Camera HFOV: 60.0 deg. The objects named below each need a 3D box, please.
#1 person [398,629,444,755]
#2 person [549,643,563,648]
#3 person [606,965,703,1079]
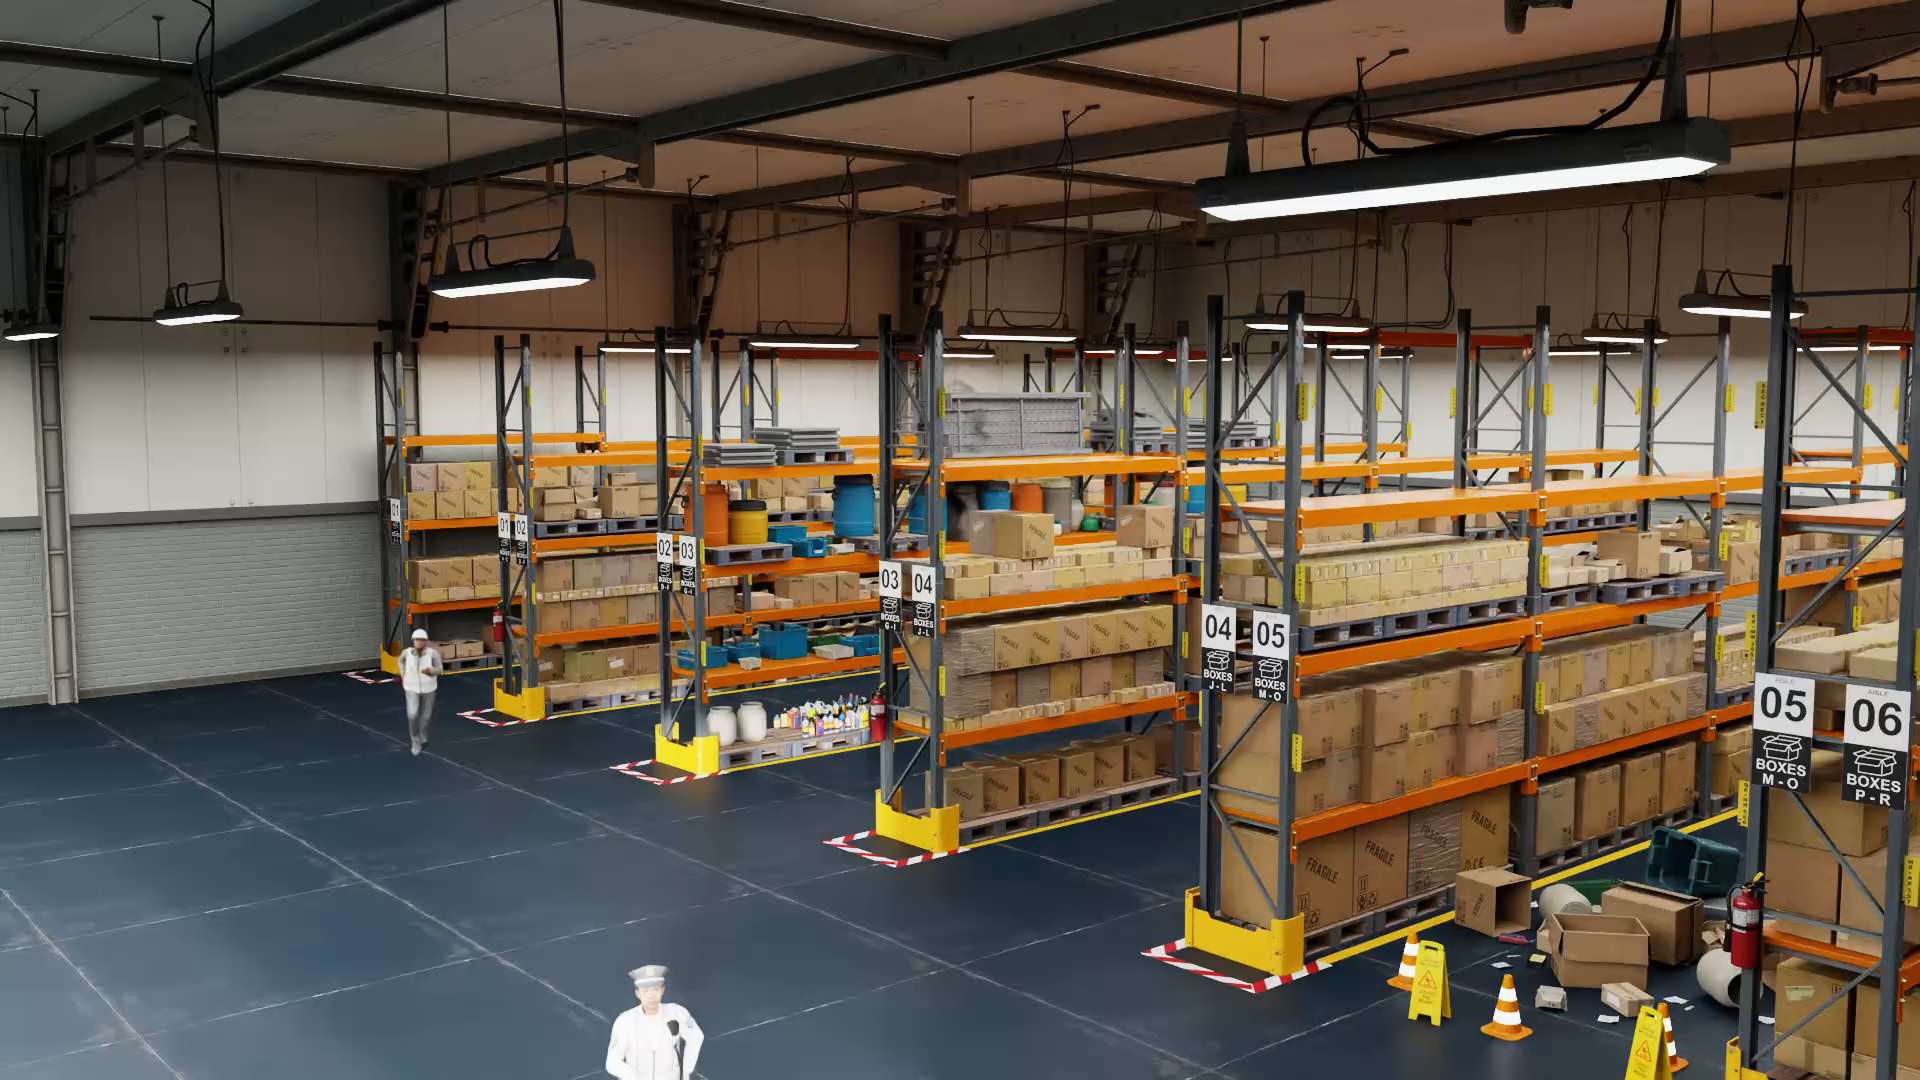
[{"bbox_3d":[-7.668,2.148,23.668,0.609,1.799,0.849,-2,6,-20],"label":"person"},{"bbox_3d":[-7.005,1.785,28.485,0.604,1.560,0.541,-5,7,-44],"label":"person"},{"bbox_3d":[-1.843,3.413,10.103,0.596,1.685,0.614,-1,5,-12],"label":"person"}]
